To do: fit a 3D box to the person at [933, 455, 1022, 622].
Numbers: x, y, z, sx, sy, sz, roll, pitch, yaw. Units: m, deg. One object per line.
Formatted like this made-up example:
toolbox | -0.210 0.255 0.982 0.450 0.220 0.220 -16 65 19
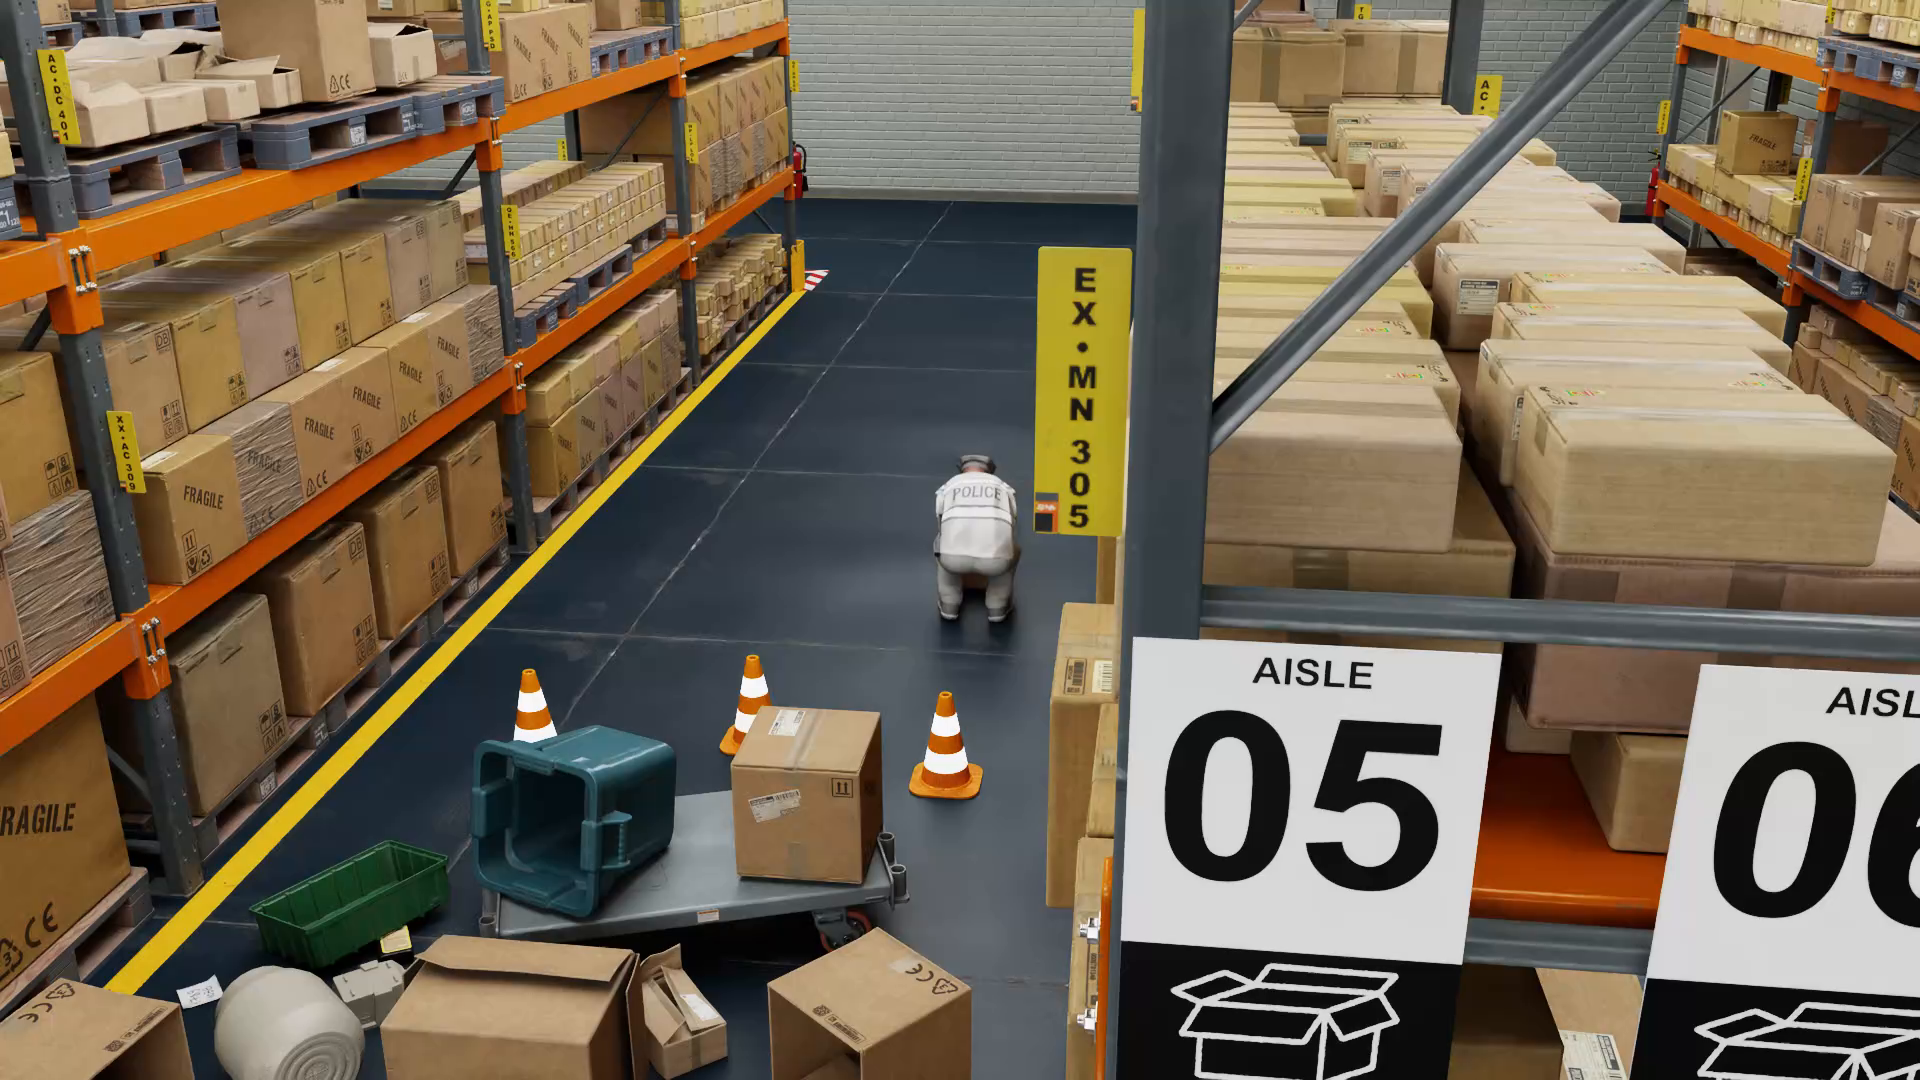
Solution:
person | 0.102 0.012 9.922 0.534 0.857 1.007 2 21 5
